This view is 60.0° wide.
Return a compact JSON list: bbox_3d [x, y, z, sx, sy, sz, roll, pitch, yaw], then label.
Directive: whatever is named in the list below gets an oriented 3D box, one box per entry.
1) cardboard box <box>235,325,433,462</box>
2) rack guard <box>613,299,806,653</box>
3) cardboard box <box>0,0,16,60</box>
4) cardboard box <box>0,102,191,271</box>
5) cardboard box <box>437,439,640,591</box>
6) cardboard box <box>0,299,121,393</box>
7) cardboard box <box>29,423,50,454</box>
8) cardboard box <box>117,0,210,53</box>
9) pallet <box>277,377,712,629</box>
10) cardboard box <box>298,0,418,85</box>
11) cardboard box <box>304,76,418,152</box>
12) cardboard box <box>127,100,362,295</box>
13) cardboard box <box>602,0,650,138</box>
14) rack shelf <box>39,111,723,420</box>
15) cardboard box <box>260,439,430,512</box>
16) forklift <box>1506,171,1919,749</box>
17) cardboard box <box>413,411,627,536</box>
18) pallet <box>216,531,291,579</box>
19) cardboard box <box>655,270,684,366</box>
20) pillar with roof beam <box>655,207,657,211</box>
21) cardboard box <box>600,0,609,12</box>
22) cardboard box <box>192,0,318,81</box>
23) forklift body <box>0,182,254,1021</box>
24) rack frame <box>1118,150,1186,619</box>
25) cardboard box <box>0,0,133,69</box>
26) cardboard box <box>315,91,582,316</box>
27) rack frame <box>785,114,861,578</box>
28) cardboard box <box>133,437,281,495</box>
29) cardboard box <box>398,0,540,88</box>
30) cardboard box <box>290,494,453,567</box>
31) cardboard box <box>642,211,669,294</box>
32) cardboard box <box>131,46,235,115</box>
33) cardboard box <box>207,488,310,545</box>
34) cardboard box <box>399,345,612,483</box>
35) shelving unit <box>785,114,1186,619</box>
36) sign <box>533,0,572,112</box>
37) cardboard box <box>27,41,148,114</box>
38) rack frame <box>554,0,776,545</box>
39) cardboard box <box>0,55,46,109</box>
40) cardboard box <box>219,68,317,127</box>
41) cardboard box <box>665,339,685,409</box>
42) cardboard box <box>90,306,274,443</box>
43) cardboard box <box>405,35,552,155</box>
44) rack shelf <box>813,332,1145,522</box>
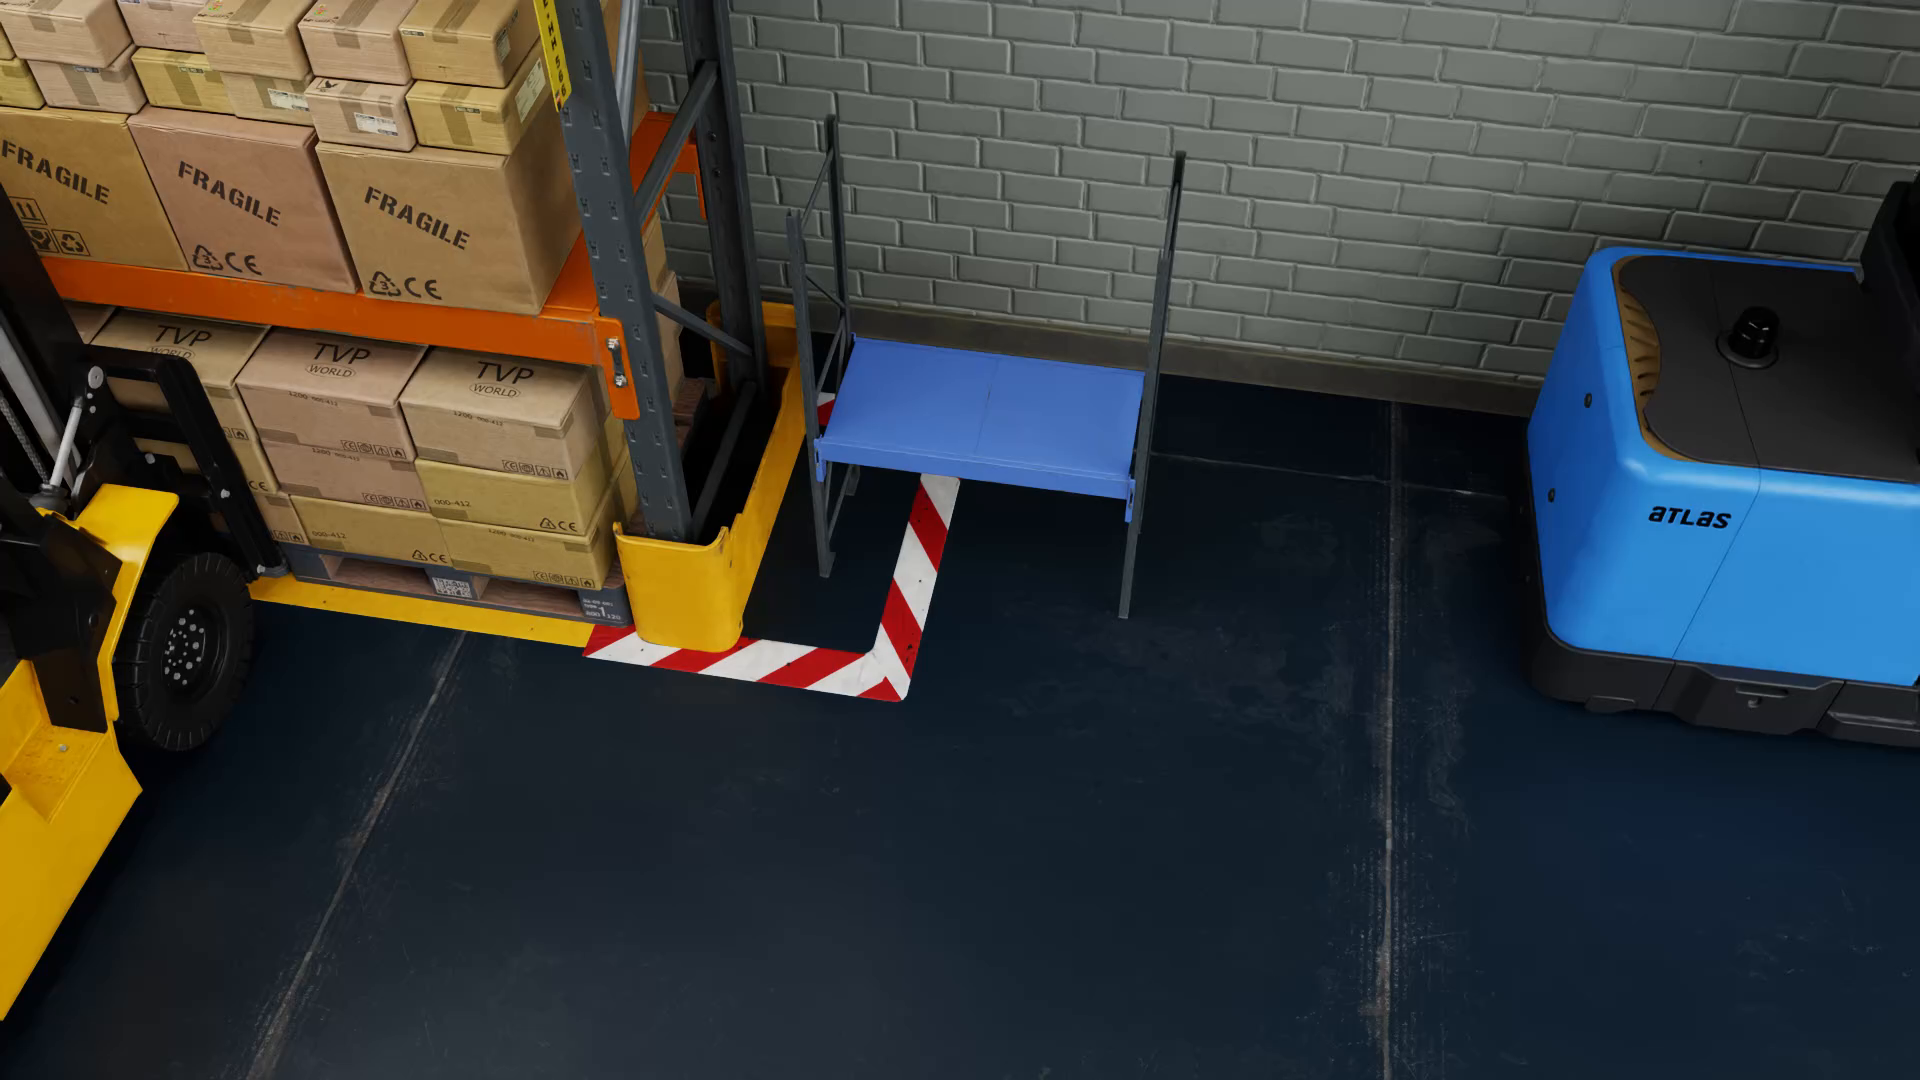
[{"bbox_3d":[-1.841,-0.532,5.106,0.500,0.250,0.500,8,49,8],"label":"cardboard box"},{"bbox_3d":[-0.805,-0.242,5.632,0.348,0.500,1.175,8,49,7],"label":"rack guard"},{"bbox_3d":[-2.493,-1.419,4.305,0.250,0.149,0.380,9,49,8],"label":"cardboard box"},{"bbox_3d":[-2.373,-1.130,4.682,0.500,0.500,0.500,7,48,6],"label":"cardboard box"},{"bbox_3d":[-1.347,-0.133,5.419,0.500,0.250,0.500,8,49,7],"label":"cardboard box"},{"bbox_3d":[-2.837,-0.664,5.224,0.500,0.250,0.500,7,48,6],"label":"cardboard box"},{"bbox_3d":[-2.858,-0.501,5.414,0.500,0.250,0.500,8,48,7],"label":"cardboard box"},{"bbox_3d":[-1.961,-1.436,4.320,0.250,0.149,0.380,8,49,7],"label":"cardboard box"},{"bbox_3d":[-1.589,-0.220,5.805,1.213,0.211,1.003,8,49,7],"label":"pallet"},{"bbox_3d":[-1.467,-1.334,4.228,0.250,0.149,0.380,8,49,7],"label":"cardboard box"},{"bbox_3d":[-1.477,-1.184,4.294,0.250,0.149,0.380,8,49,7],"label":"cardboard box"},{"bbox_3d":[-1.869,-1.063,4.621,0.500,0.500,0.500,9,49,8],"label":"cardboard box"},{"bbox_3d":[-1.267,-1.383,4.909,0.500,0.500,0.500,9,49,8],"label":"cardboard box"},{"bbox_3d":[-2.797,-1.105,5.210,4.000,0.370,1.077,8,49,7],"label":"rack shelf"},{"bbox_3d":[-1.855,-0.379,5.304,0.500,0.250,0.500,7,48,6],"label":"cardboard box"},{"bbox_3d":[3.352,-0.662,4.375,3.031,2.935,1.130,6,48,6],"label":"forklift"},{"bbox_3d":[-1.363,-0.305,5.238,0.500,0.250,0.500,7,48,6],"label":"cardboard box"},{"bbox_3d":[-2.786,-0.383,5.952,1.213,0.211,1.003,8,49,7],"label":"pallet"},{"bbox_3d":[-1.255,-0.684,5.578,0.500,0.250,0.500,8,49,8],"label":"cardboard box"},{"bbox_3d":[-2.119,-0.687,0.317,0.400,9.000,9.100,8,49,7],"label":"pillar with roof beam"},{"bbox_3d":[-1.116,-1.566,4.637,0.250,0.149,0.380,7,48,6],"label":"cardboard box"},{"bbox_3d":[-1.729,-1.348,4.242,0.250,0.149,0.380,9,49,8],"label":"cardboard box"},{"bbox_3d":[-3.019,0.287,4.046,1.214,2.155,2.313,8,49,7],"label":"forklift body"},{"bbox_3d":[0.584,-0.423,5.122,0.032,1.500,0.500,8,49,7],"label":"rack frame"},{"bbox_3d":[-2.237,-1.389,4.278,0.250,0.149,0.380,9,49,8],"label":"cardboard box"},{"bbox_3d":[-1.360,-0.987,4.553,0.500,0.500,0.500,7,48,6],"label":"cardboard box"},{"bbox_3d":[-0.416,-0.557,5.242,0.032,1.500,0.500,8,49,7],"label":"rack frame"},{"bbox_3d":[-2.367,-0.432,5.352,0.500,0.250,0.500,7,48,6],"label":"cardboard box"},{"bbox_3d":[-1.219,-1.324,4.220,0.250,0.149,0.380,8,49,7],"label":"cardboard box"},{"bbox_3d":[-1.835,-0.206,5.485,0.500,0.250,0.500,8,49,7],"label":"cardboard box"},{"bbox_3d":[-1.268,-0.839,5.381,0.500,0.250,0.500,7,48,6],"label":"cardboard box"},{"bbox_3d":[-1.963,-1.304,4.402,0.250,0.149,0.380,7,48,7],"label":"cardboard box"},{"bbox_3d":[-2.326,-0.279,5.550,0.500,0.250,0.500,8,49,7],"label":"cardboard box"},{"bbox_3d":[-1.337,-0.469,5.049,0.500,0.250,0.500,9,49,8],"label":"cardboard box"},{"bbox_3d":[0.084,-0.490,5.182,1.048,1.500,0.538,8,49,7],"label":"shelving unit"},{"bbox_3d":[-0.939,-1.152,3.831,0.005,0.325,0.100,8,49,7],"label":"sign"},{"bbox_3d":[-2.234,-1.305,4.403,0.250,0.149,0.380,6,48,6],"label":"cardboard box"},{"bbox_3d":[-0.829,-1.081,4.705,0.127,3.000,1.000,8,49,7],"label":"rack frame"},{"bbox_3d":[-2.486,-1.324,4.420,0.250,0.149,0.380,8,49,7],"label":"cardboard box"},{"bbox_3d":[-1.721,-1.263,4.365,0.250,0.149,0.380,8,49,8],"label":"cardboard box"},{"bbox_3d":[-1.277,-0.510,5.758,0.500,0.250,0.500,8,49,7],"label":"cardboard box"},{"bbox_3d":[-2.339,-0.592,5.159,0.500,0.250,0.500,8,49,7],"label":"cardboard box"},{"bbox_3d":[-1.220,-1.172,4.283,0.250,0.149,0.380,8,49,7],"label":"cardboard box"},{"bbox_3d":[0.084,-0.370,5.316,1.000,0.185,0.538,8,49,7],"label":"rack shelf"}]
